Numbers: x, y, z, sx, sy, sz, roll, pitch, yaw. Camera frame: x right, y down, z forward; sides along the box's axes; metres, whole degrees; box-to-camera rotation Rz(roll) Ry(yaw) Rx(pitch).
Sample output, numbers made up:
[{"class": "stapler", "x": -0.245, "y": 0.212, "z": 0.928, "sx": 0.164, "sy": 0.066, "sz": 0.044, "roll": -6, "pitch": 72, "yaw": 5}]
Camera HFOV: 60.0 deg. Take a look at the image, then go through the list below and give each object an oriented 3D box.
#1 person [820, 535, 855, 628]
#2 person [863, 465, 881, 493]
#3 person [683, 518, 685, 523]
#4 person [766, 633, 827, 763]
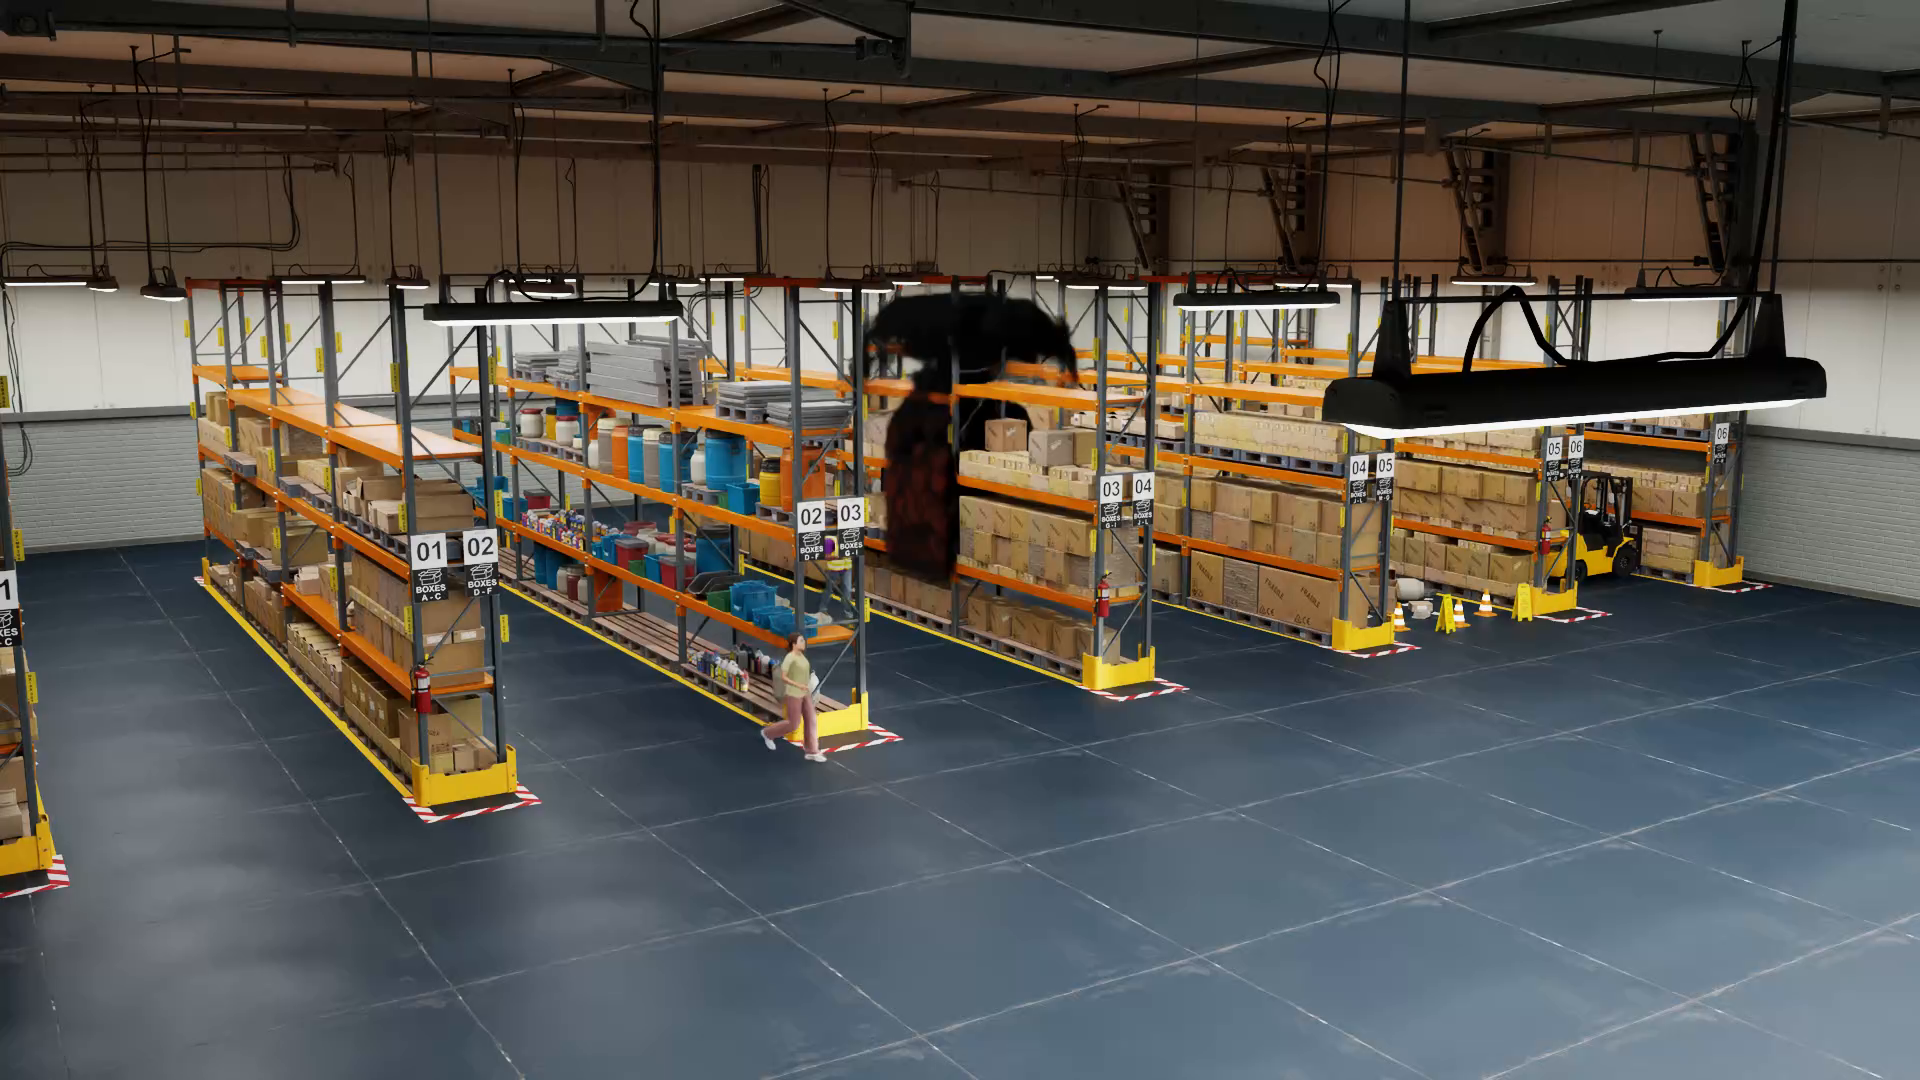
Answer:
[{"class": "person", "x": -1.984, "y": 0.534, "z": 27.799, "sx": 0.711, "sy": 1.834, "sz": 0.867, "roll": -7, "pitch": 12, "yaw": -38}, {"class": "person", "x": -2.141, "y": -1.640, "z": 42.423, "sx": 0.664, "sy": 1.773, "sz": 0.954, "roll": 6, "pitch": 11, "yaw": 32}, {"class": "person", "x": -6.231, "y": -1.057, "z": 39.559, "sx": 0.744, "sy": 1.617, "sz": 0.554, "roll": -1, "pitch": 10, "yaw": -6}, {"class": "person", "x": -2.066, "y": 1.999, "z": 21.247, "sx": 0.835, "sy": 1.646, "sz": 0.600, "roll": 3, "pitch": 10, "yaw": 19}]
